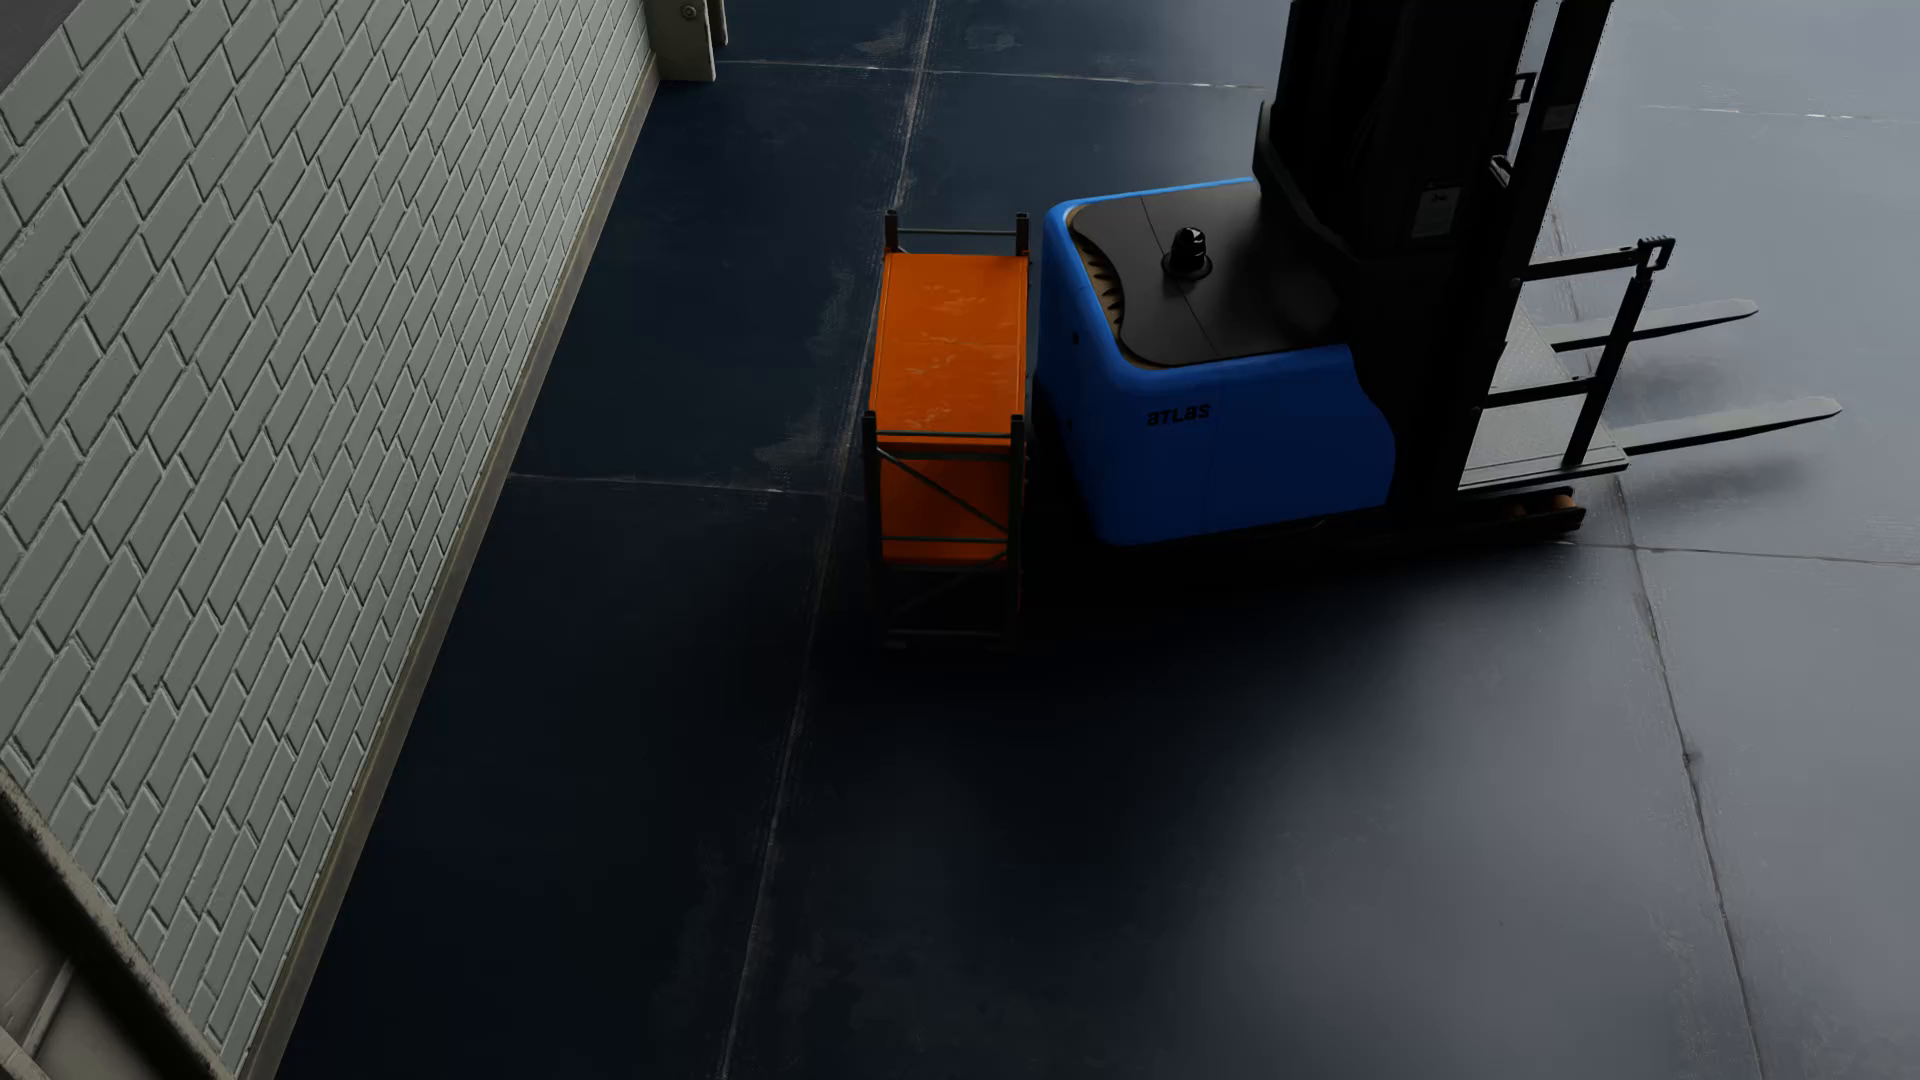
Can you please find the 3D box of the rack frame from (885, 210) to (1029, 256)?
[{"bbox_3d":[-0.011,-0.749,6.173,0.500,1.125,0.032,2,48,2],"label":"rack frame"}]

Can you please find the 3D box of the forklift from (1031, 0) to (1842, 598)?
[{"bbox_3d":[1.853,-1.344,5.493,3.031,2.935,1.130,-9,48,-8],"label":"forklift"}]

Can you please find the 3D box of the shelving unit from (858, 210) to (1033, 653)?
[{"bbox_3d":[-0.031,-0.374,5.830,0.538,1.125,1.048,2,48,2],"label":"shelving unit"}]

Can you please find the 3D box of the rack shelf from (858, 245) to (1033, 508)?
[{"bbox_3d":[-0.031,-0.572,5.614,0.538,0.278,1.000,2,48,2],"label":"rack shelf"}]

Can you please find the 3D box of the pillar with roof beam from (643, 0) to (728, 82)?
[{"bbox_3d":[2.914,-5.207,4.914,9.100,9.000,0.400,4,48,4],"label":"pillar with roof beam"}]

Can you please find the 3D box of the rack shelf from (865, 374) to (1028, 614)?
[{"bbox_3d":[-0.031,-0.209,6.010,0.538,0.278,1.000,2,48,2],"label":"rack shelf"}]

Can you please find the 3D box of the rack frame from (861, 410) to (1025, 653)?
[{"bbox_3d":[-0.051,0.000,5.487,0.500,1.125,0.032,2,48,2],"label":"rack frame"}]
